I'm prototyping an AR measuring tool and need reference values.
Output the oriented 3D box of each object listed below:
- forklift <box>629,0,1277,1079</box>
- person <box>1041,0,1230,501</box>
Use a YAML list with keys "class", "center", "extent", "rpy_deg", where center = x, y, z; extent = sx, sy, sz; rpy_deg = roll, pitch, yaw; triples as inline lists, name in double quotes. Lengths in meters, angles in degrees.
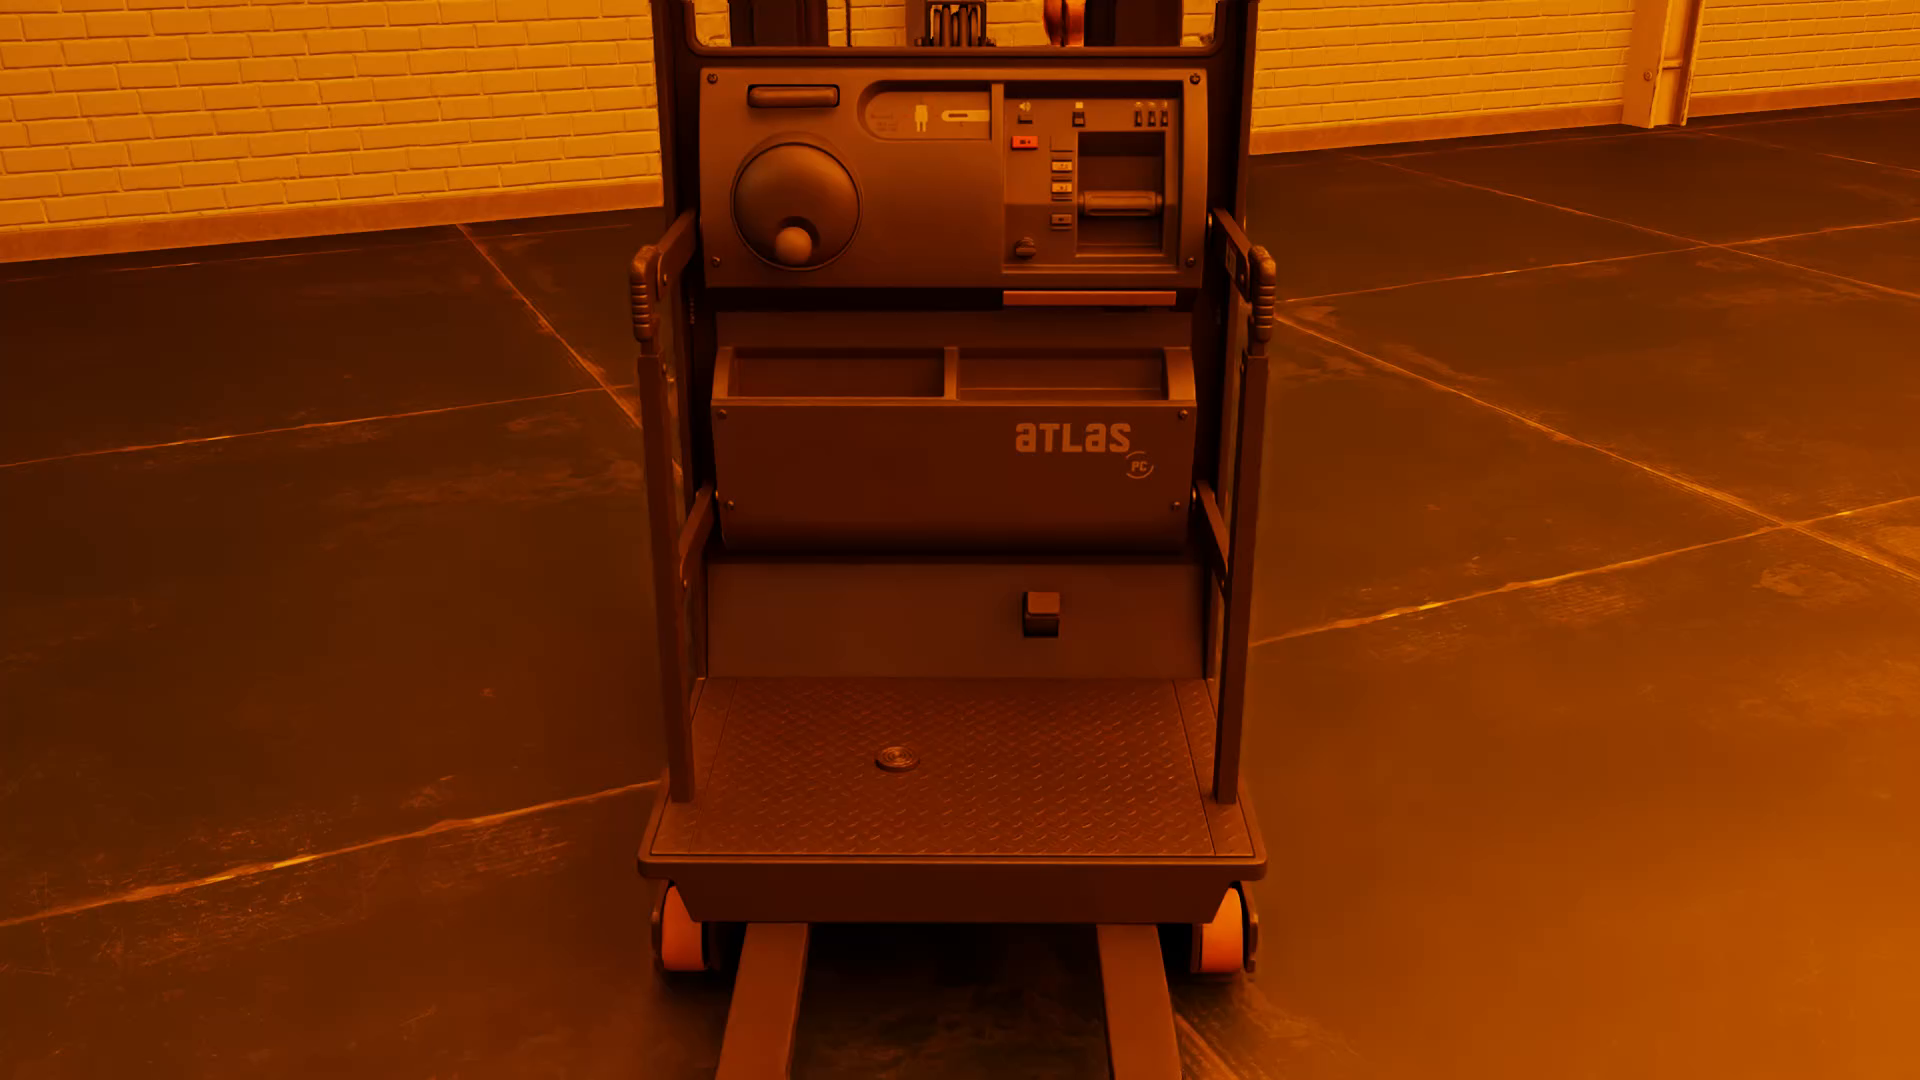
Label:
- class: "forklift"
  center: [-0.011, -0.654, 2.861]
  extent: [1.130, 2.935, 3.031]
  rpy_deg: [0, 23, 0]
- class: "person"
  center: [0.436, -0.851, 5.038]
  extent: [0.785, 1.637, 0.695]
  rpy_deg: [-17, 28, -34]
